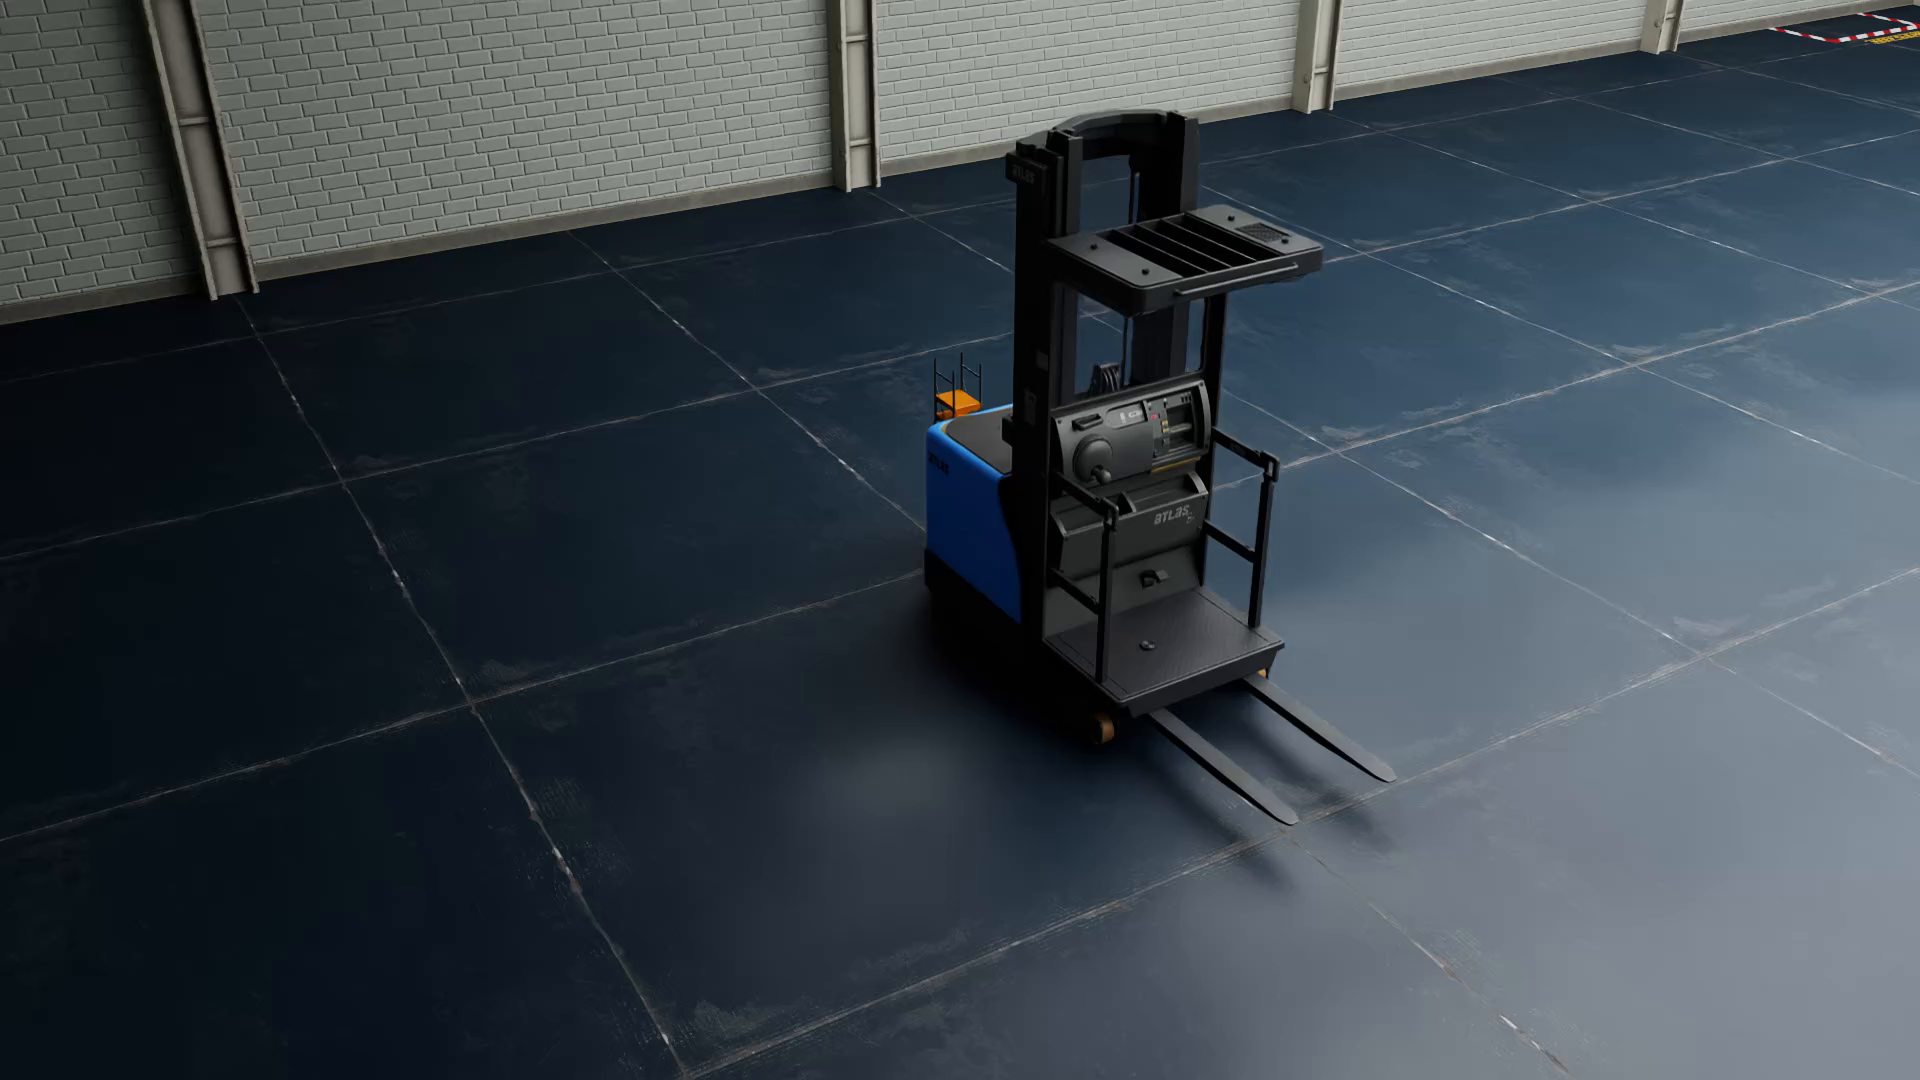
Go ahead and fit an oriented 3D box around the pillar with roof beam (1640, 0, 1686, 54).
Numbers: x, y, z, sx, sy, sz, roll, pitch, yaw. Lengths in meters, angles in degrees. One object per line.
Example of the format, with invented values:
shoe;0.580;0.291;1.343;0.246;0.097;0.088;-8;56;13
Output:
pillar with roof beam;11.481;-8.681;16.766;0.400;9.000;9.100;-16;33;-26

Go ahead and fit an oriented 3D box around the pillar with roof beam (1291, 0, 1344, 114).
pillar with roof beam;6.308;-7.213;14.105;0.400;9.000;9.100;-16;33;-26

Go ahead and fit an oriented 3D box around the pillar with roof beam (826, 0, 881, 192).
pillar with roof beam;1.135;-5.744;11.443;0.400;9.000;9.100;-16;33;-26

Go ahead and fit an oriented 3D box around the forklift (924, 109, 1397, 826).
forklift;0.990;-0.501;8.223;1.130;2.935;3.031;-16;33;-27

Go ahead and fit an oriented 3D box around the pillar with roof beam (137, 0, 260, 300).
pillar with roof beam;-4.038;-4.275;8.782;0.400;9.000;9.100;-16;33;-26

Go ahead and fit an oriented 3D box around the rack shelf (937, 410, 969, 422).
rack shelf;-0.012;-0.693;9.957;0.180;0.103;0.258;-16;33;-26

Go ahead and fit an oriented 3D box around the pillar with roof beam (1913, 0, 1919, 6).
pillar with roof beam;16.654;-10.150;19.427;0.400;9.000;9.100;-16;33;-26

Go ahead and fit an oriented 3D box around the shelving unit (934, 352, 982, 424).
shelving unit;-0.012;-0.522;10.052;0.189;1.200;0.258;-16;33;-26

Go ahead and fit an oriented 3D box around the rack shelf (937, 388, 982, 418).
rack shelf;-0.012;-0.798;9.899;0.180;0.103;0.258;-16;33;-26

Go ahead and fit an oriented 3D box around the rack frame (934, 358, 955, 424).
rack frame;-0.091;-0.499;10.011;0.006;1.200;0.240;-16;33;-26

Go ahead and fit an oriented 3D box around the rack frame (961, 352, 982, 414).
rack frame;0.066;-0.544;10.092;0.006;1.200;0.240;-16;33;-26
